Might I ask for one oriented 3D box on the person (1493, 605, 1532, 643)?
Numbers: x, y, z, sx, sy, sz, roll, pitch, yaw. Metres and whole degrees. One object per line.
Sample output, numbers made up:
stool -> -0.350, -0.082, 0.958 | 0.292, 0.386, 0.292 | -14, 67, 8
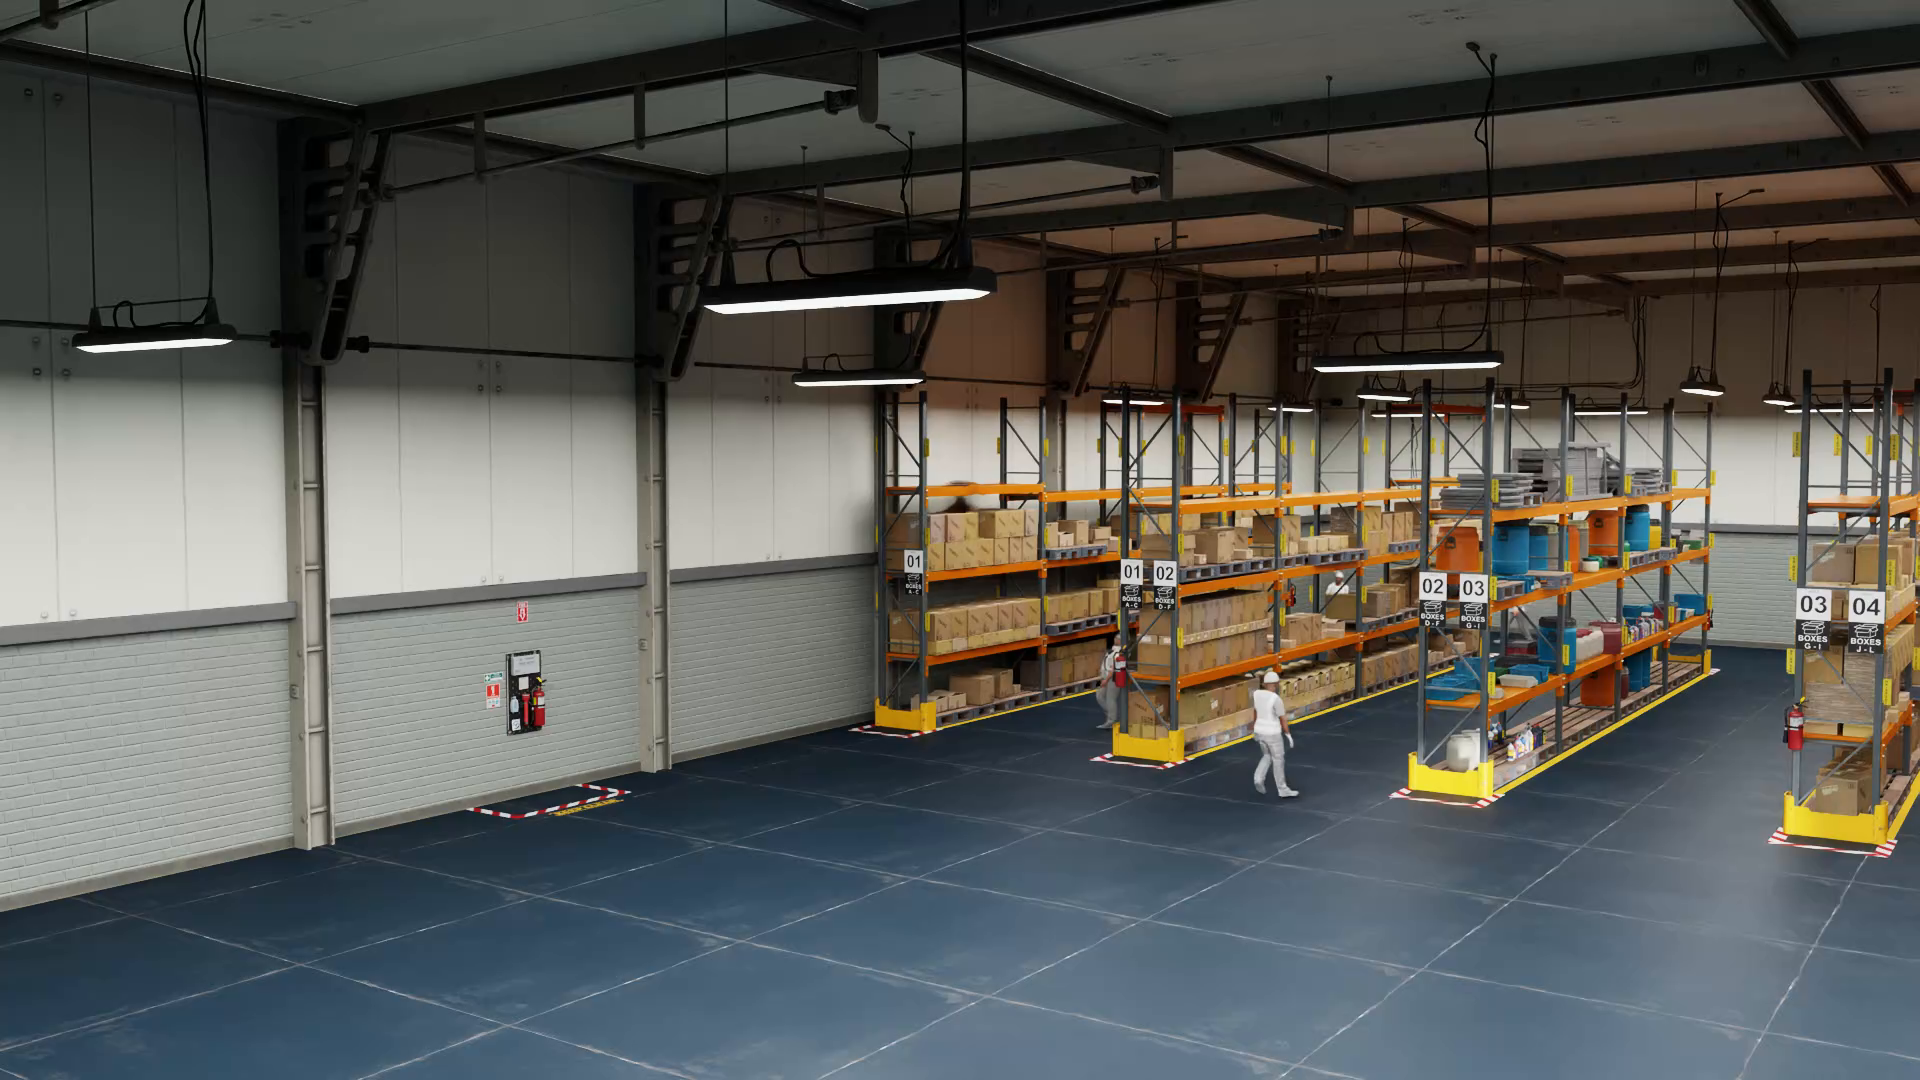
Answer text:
person -> 14.030, 1.791, 42.081 | 1.032, 1.726, 0.582 | -1, 3, -21

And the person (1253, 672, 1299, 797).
person -> 4.507, 2.774, 23.855 | 0.591, 1.781, 0.682 | -2, 4, -27

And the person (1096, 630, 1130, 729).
person -> 2.719, 2.491, 29.700 | 0.583, 1.783, 0.588 | -1, 3, -14

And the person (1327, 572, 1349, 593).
person -> 9.913, 1.715, 43.636 | 0.626, 1.733, 1.020 | 1, 3, 11
